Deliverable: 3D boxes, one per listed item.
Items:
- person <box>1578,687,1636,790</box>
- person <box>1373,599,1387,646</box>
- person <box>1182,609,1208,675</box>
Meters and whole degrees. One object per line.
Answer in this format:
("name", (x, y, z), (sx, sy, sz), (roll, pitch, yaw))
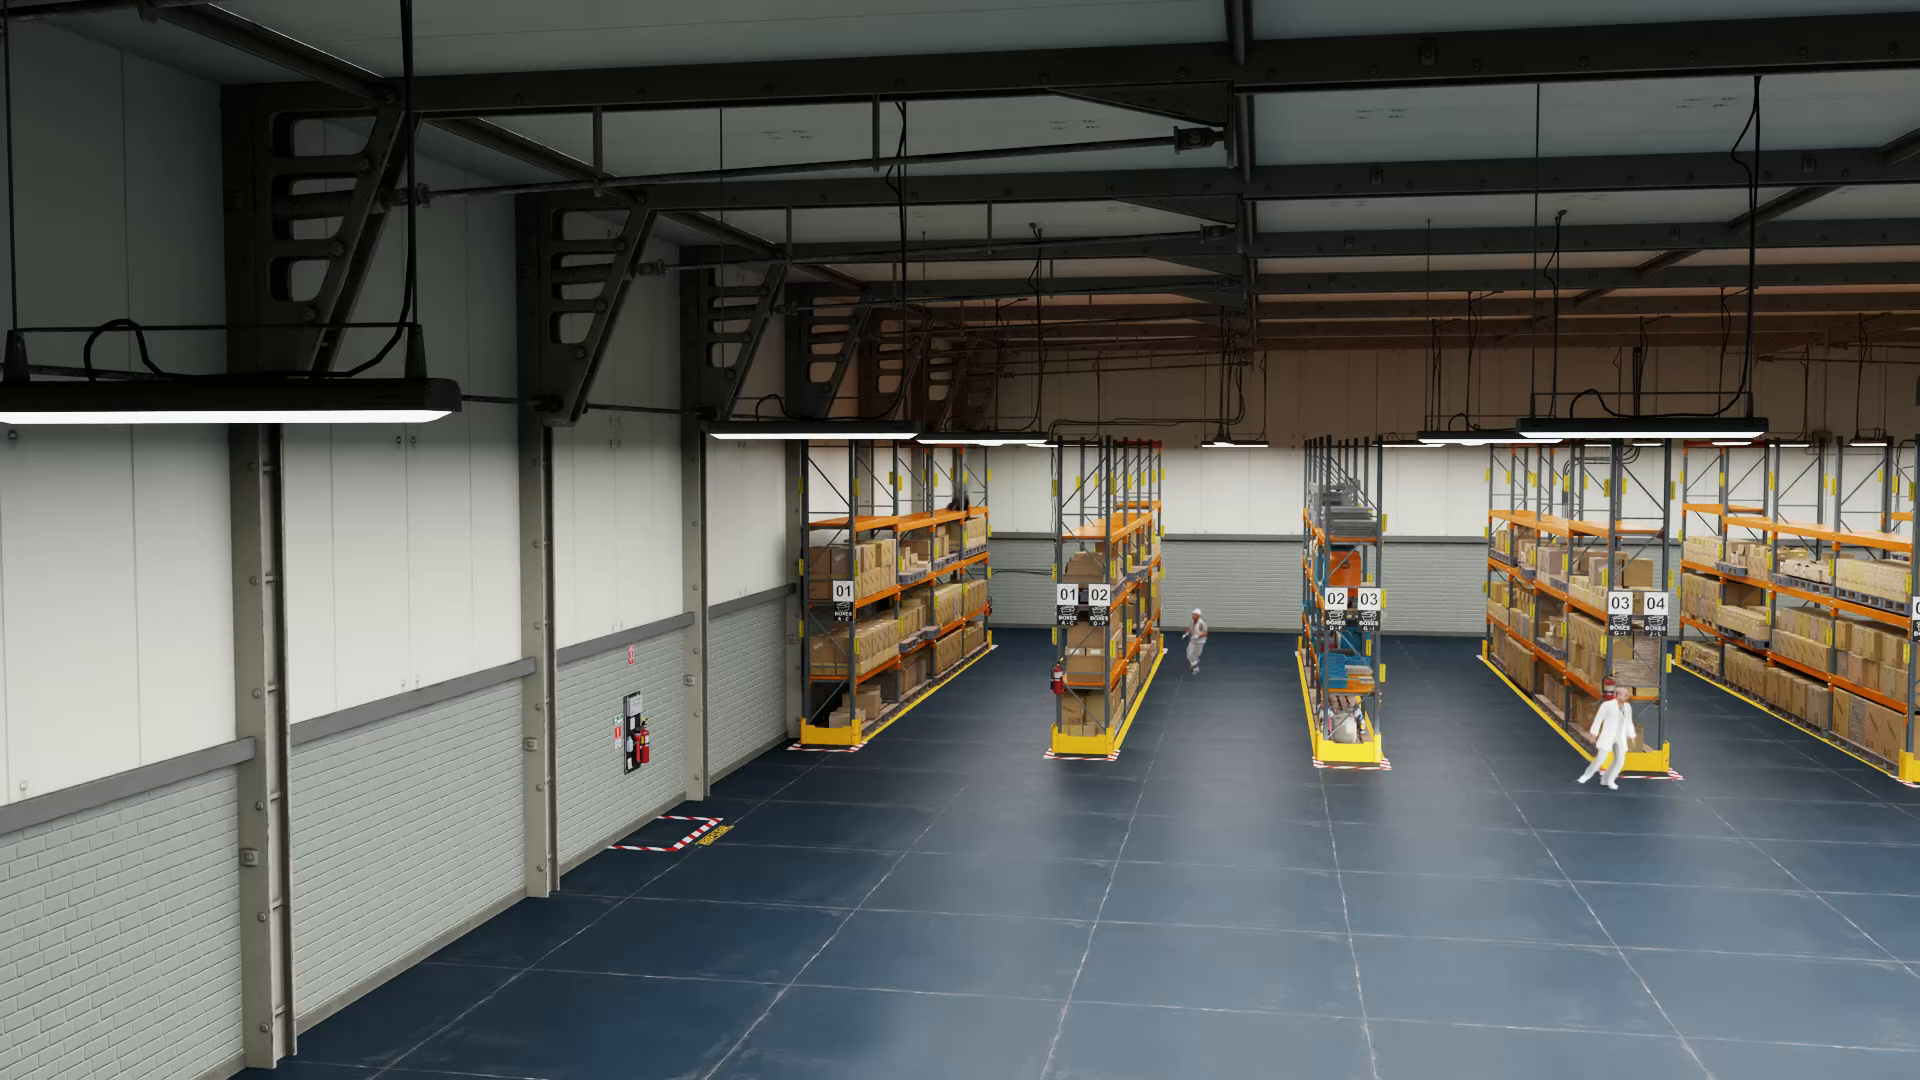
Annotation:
("person", (10.966, 3.344, 28.179), (0.896, 1.749, 0.616), (-1, 3, -15))
("person", (12.023, 2.385, 48.735), (0.599, 1.450, 1.096), (-3, 4, -40))
("person", (6.045, 2.603, 42.498), (0.782, 1.705, 0.620), (2, 4, 39))
